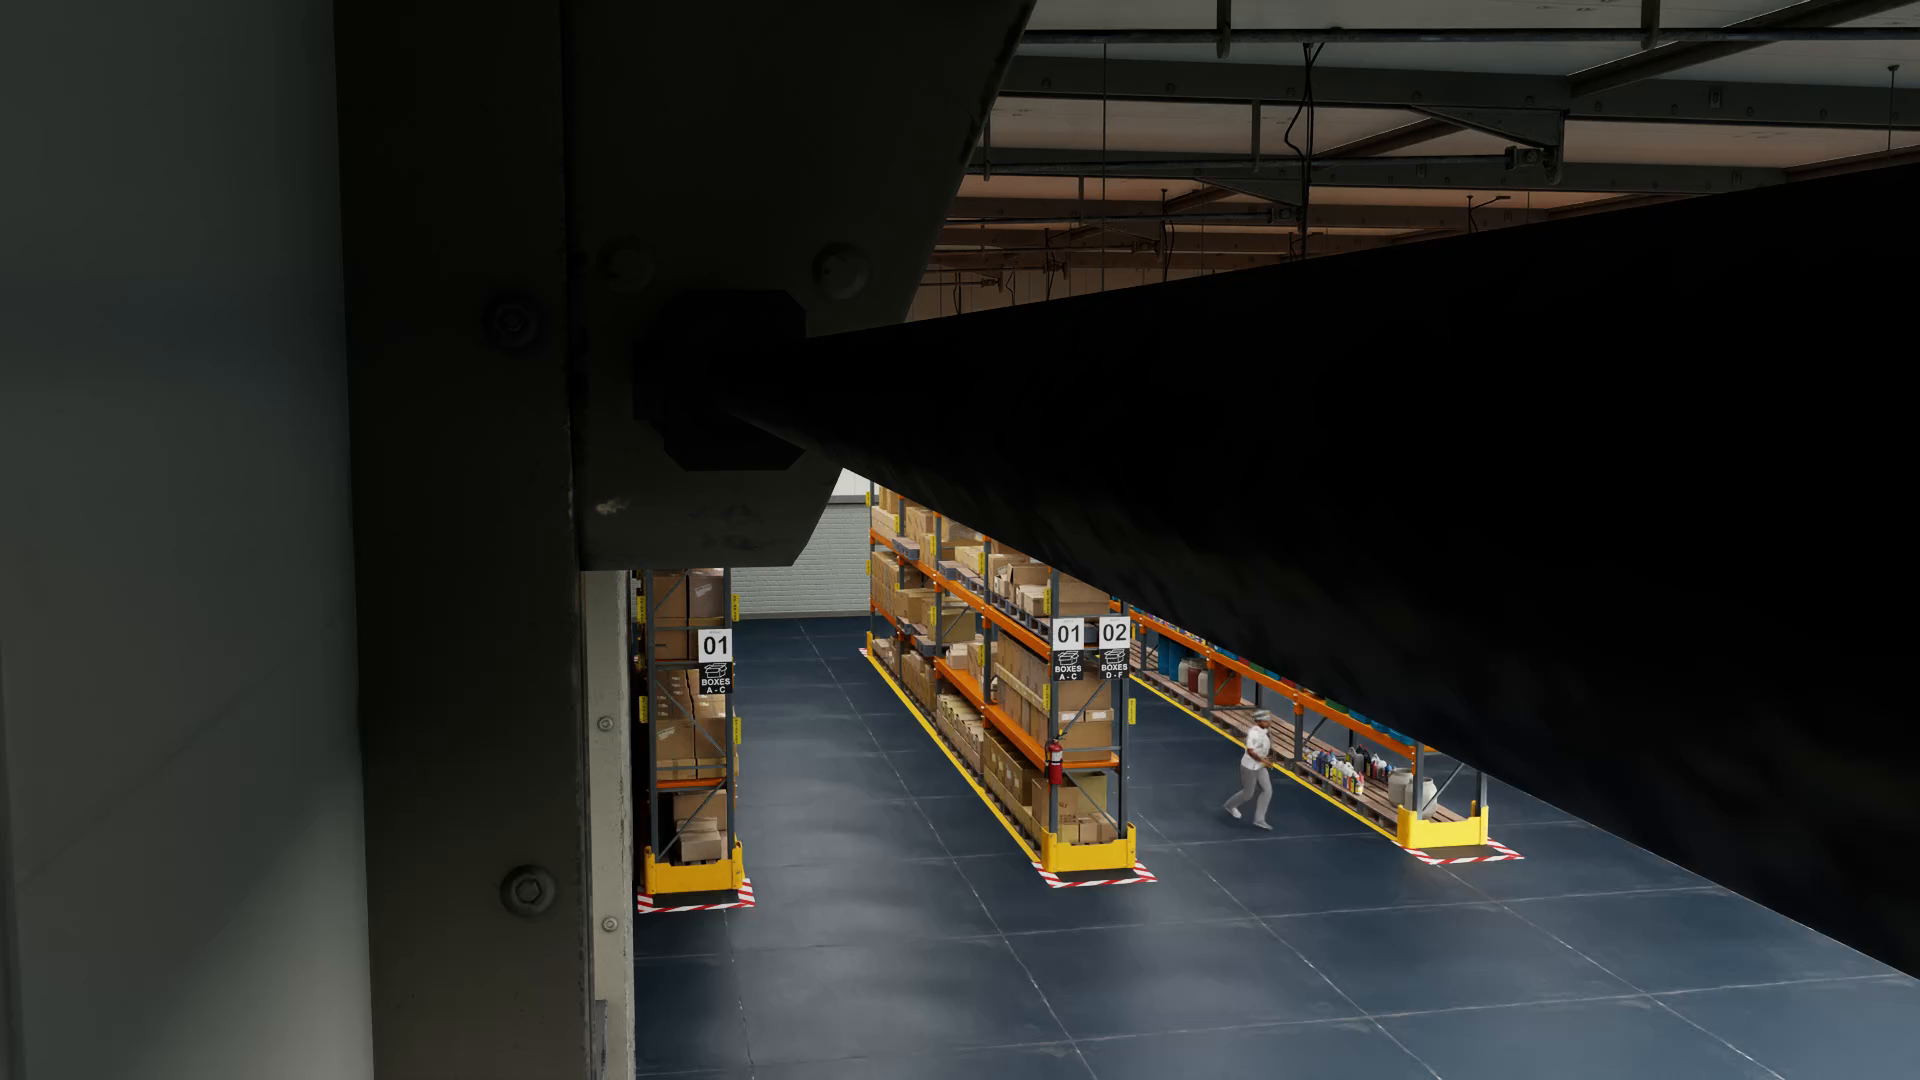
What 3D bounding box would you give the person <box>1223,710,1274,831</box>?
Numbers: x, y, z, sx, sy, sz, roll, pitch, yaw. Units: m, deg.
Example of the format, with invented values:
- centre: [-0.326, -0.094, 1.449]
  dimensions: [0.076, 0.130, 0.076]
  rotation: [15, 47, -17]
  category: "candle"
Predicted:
- centre: [3.965, 3.129, 22.896]
  dimensions: [0.787, 1.662, 0.552]
  rotation: [5, 8, 38]
  category: "person"
